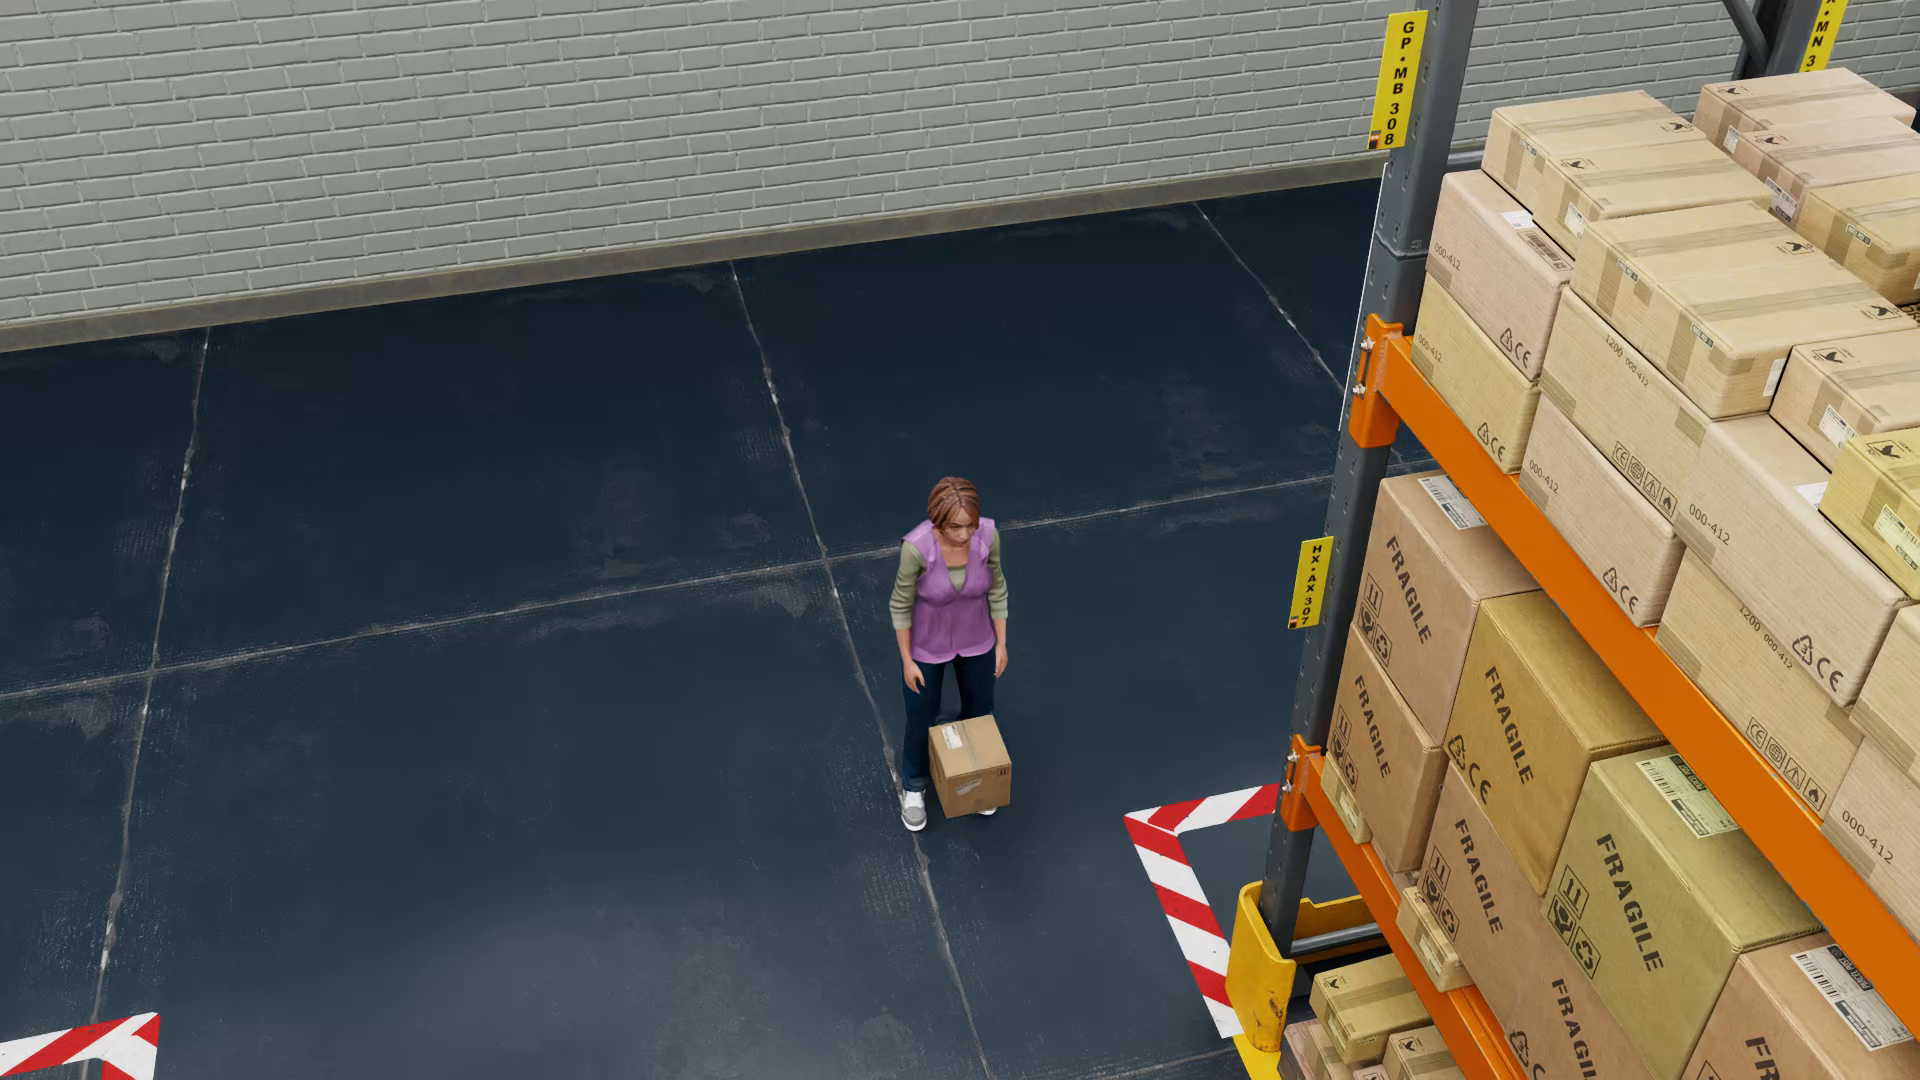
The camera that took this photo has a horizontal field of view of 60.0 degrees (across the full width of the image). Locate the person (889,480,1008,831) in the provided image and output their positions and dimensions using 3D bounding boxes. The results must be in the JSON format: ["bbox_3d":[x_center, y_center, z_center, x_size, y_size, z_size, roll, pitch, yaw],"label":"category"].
[{"bbox_3d":[-0.036,0.405,6.216,0.462,1.593,0.342,-11,40,-13],"label":"person"}]
